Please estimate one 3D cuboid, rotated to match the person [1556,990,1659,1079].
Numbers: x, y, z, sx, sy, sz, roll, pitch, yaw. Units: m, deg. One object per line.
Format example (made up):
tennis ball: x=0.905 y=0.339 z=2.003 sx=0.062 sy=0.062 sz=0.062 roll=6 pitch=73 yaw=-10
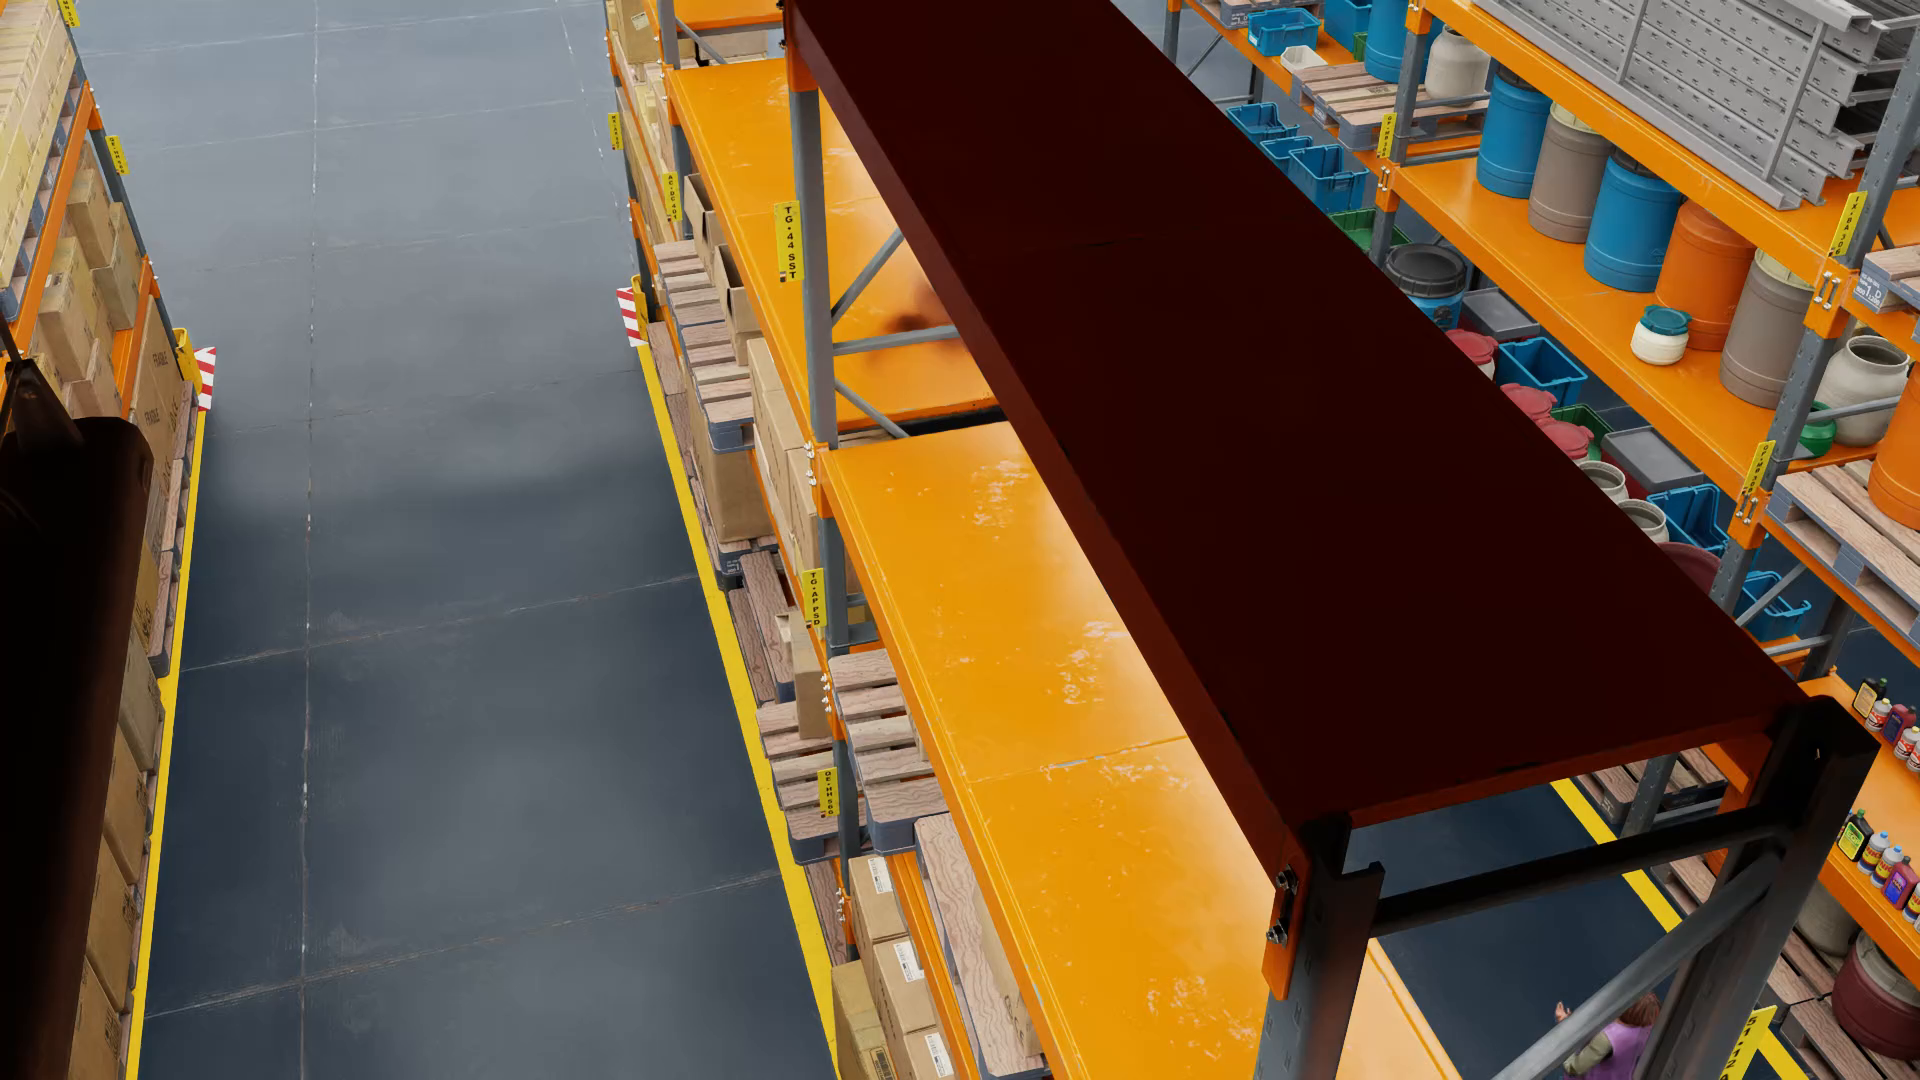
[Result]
person: x=3.142 y=2.674 z=8.146 sx=0.541 sy=1.578 sz=0.886 roll=-20 pitch=43 yaw=-23
